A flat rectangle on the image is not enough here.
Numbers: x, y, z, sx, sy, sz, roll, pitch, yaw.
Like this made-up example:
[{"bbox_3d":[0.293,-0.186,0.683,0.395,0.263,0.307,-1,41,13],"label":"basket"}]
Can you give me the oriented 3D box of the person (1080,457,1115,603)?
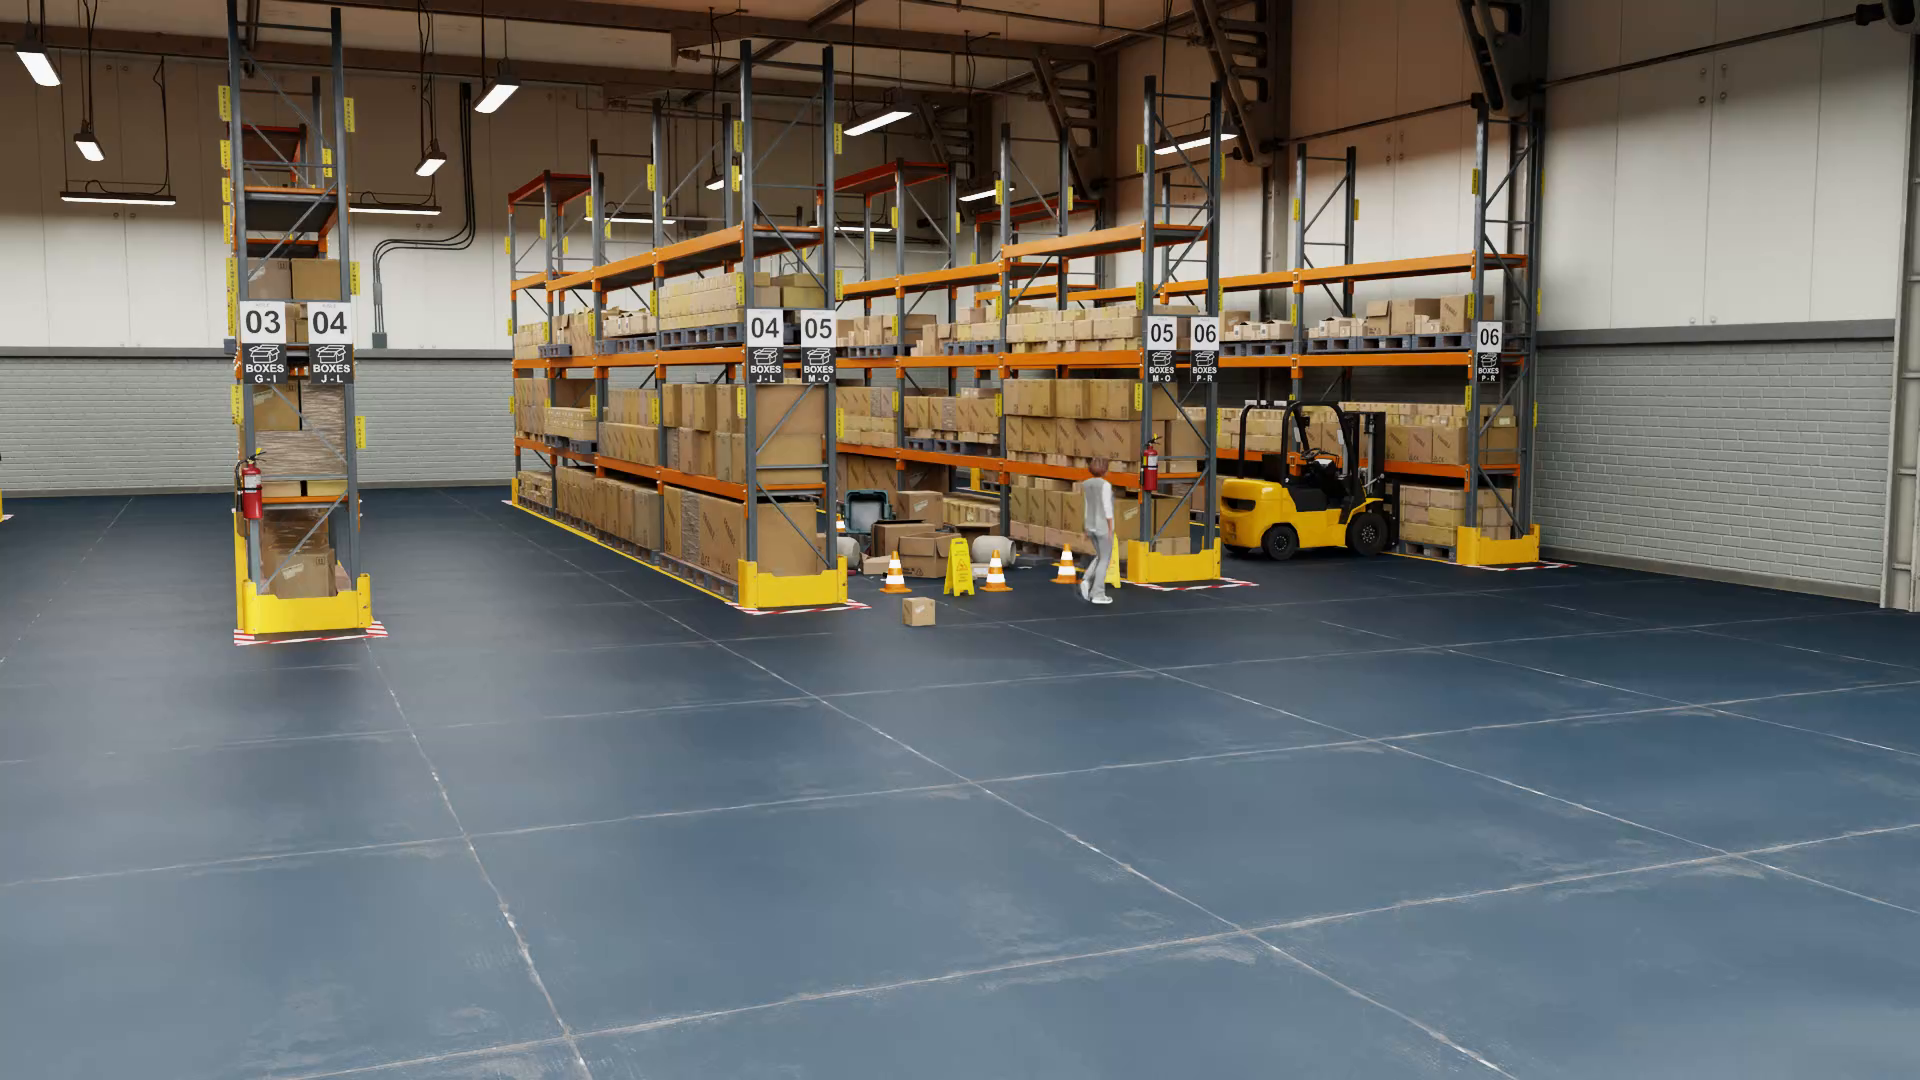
[{"bbox_3d":[1.516,-0.106,18.000,0.420,1.596,0.442,-4,7,-36],"label":"person"}]
